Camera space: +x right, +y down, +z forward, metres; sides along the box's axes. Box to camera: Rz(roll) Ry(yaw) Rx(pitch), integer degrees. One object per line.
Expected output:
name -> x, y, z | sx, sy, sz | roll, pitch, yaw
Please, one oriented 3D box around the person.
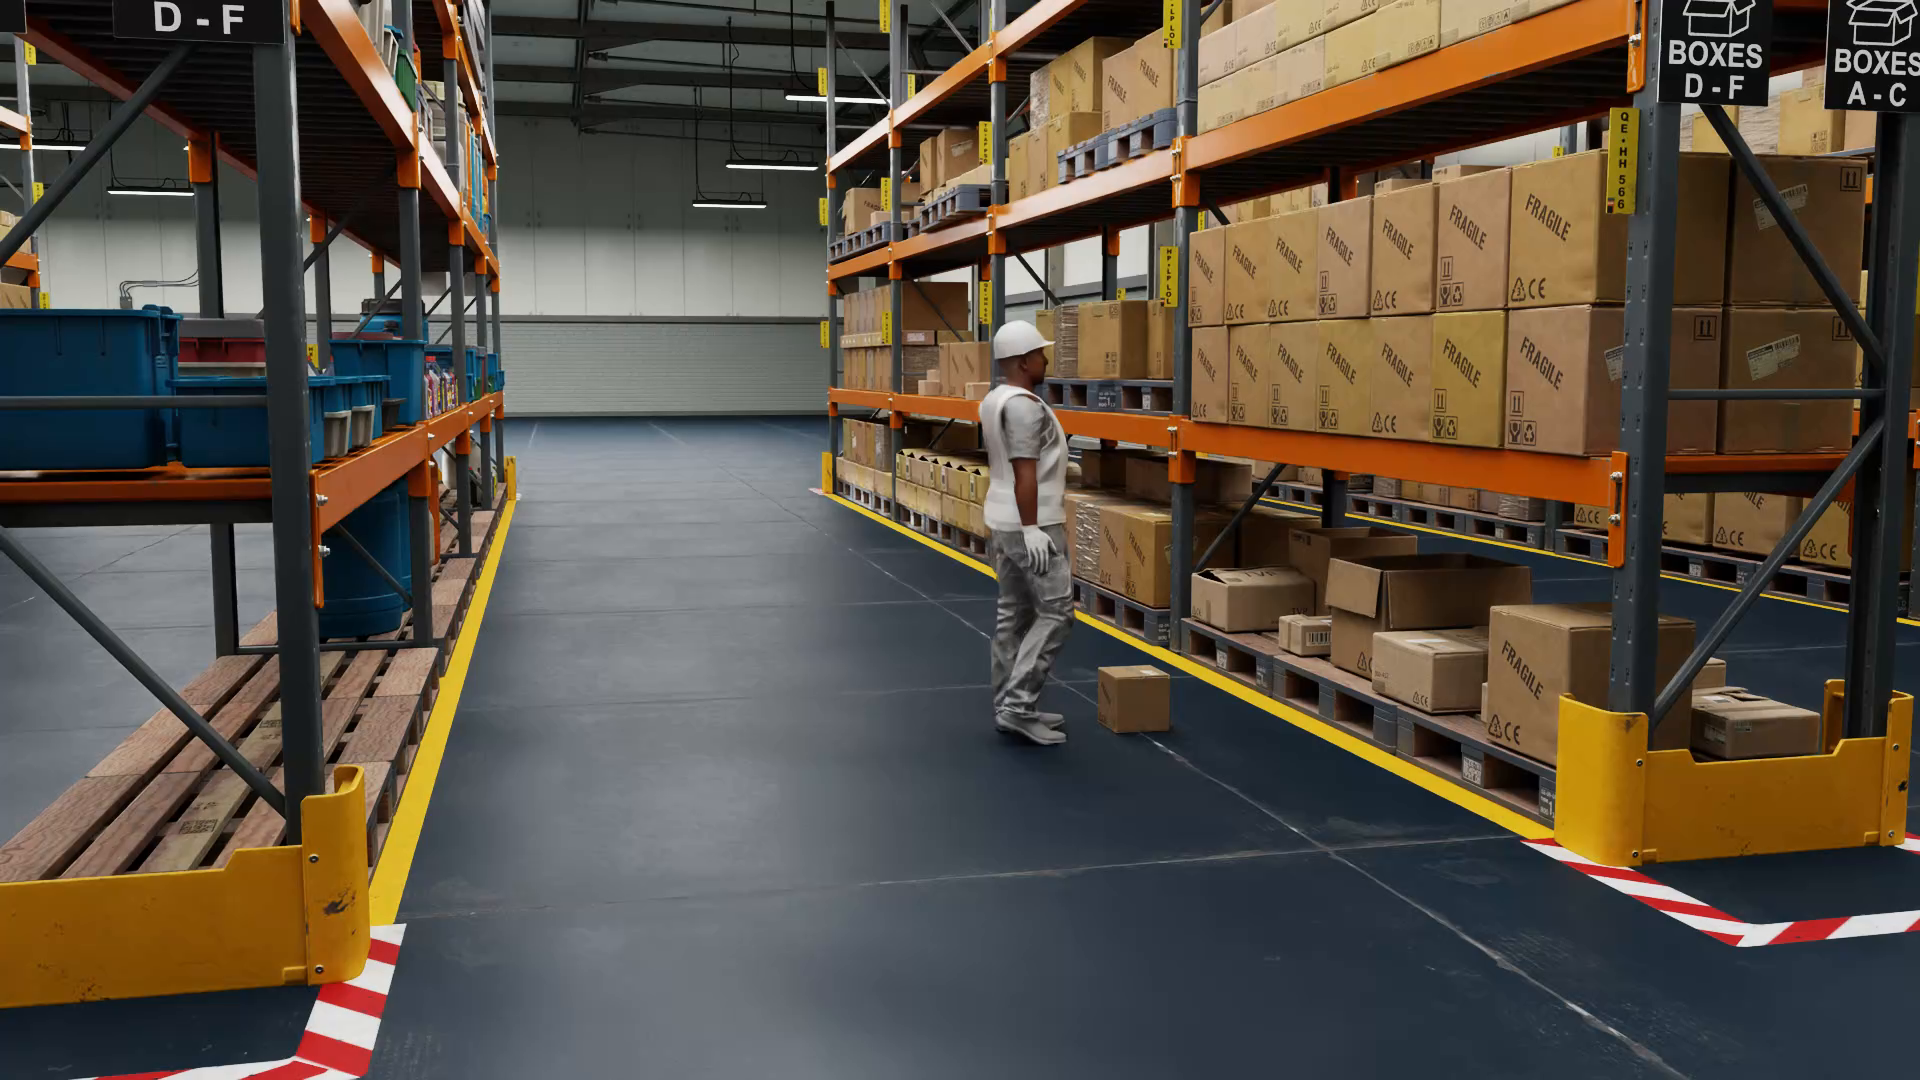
person -> 0.285, -0.046, 7.201 | 0.359, 1.794, 0.575 | -2, 6, -14
